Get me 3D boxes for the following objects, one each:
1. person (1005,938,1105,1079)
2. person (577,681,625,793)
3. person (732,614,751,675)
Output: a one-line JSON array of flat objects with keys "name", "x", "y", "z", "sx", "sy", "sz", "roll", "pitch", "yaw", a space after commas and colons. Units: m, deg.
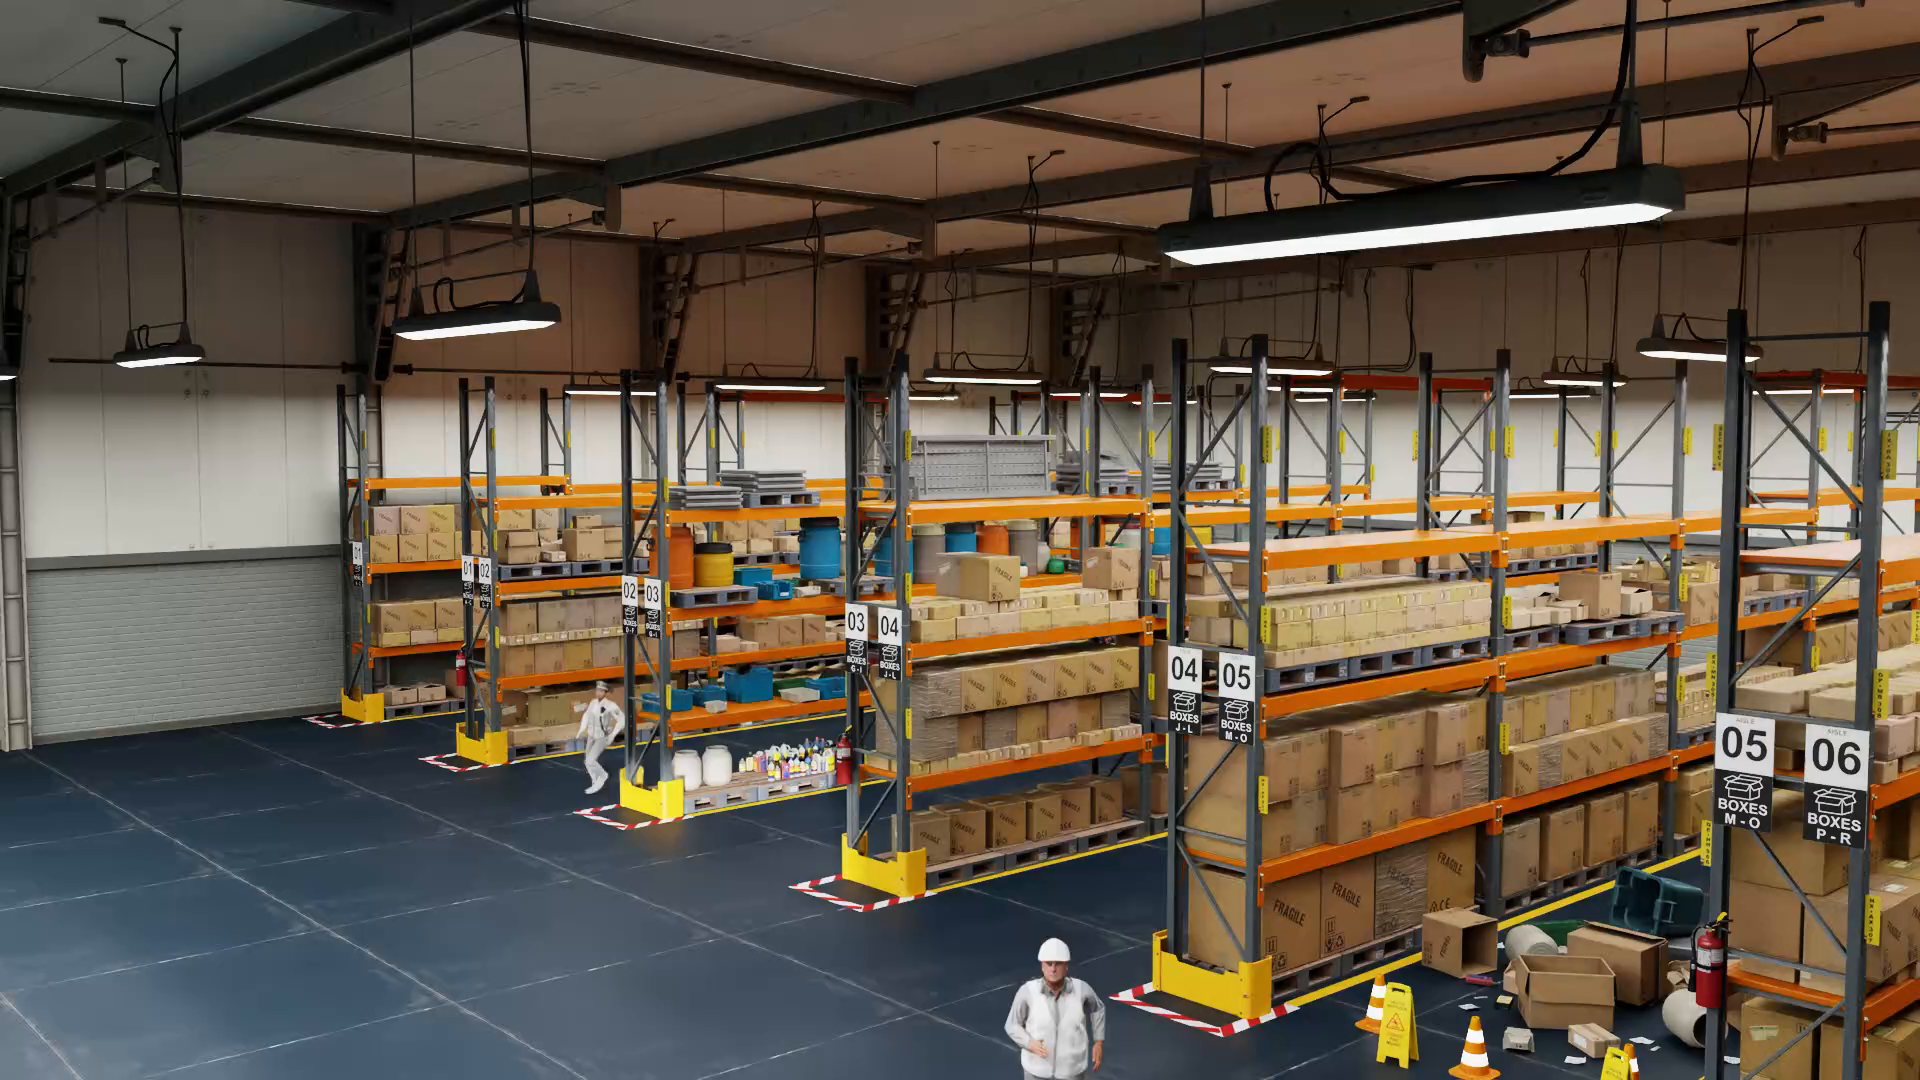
[{"name": "person", "x": 0.636, "y": 3.547, "z": 11.116, "sx": 0.672, "sy": 1.820, "sz": 0.830, "roll": 0, "pitch": 4, "yaw": 4}, {"name": "person", "x": -5.128, "y": 2.804, "z": 23.570, "sx": 0.675, "sy": 1.640, "sz": 0.521, "roll": 2, "pitch": 4, "yaw": 33}, {"name": "person", "x": -4.166, "y": 2.214, "z": 31.665, "sx": 0.618, "sy": 1.744, "sz": 0.716, "roll": -3, "pitch": 5, "yaw": -42}]
